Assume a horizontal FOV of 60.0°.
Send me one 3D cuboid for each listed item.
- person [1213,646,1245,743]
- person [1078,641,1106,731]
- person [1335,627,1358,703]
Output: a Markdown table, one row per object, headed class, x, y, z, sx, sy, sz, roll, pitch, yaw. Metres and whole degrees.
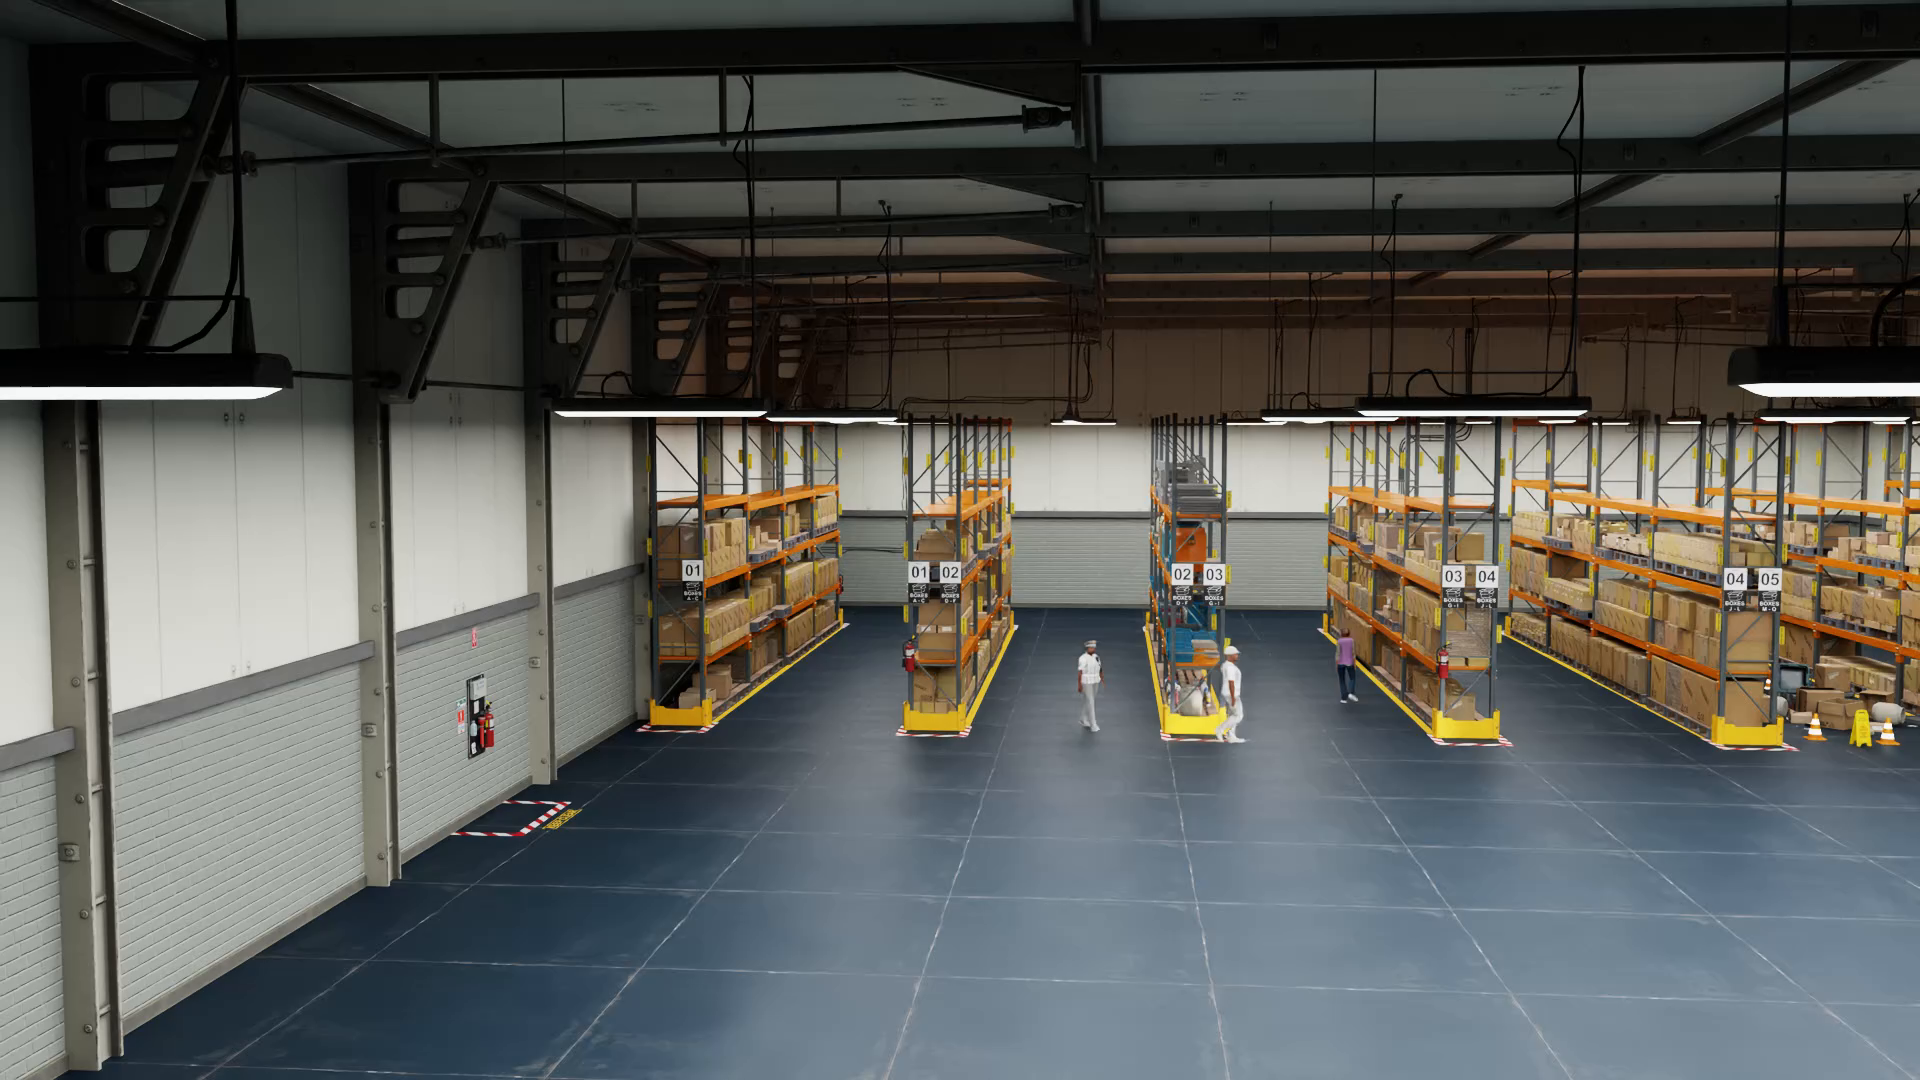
| class | x | y | z | sx | sy | sz | roll | pitch | yaw |
| --- | --- | --- | --- | --- | --- | --- | --- | --- | --- |
| person | 4.868 | 2.805 | 30.085 | 0.607 | 1.758 | 0.588 | 0 | 4 | -2 |
| person | 2.523 | 2.746 | 31.651 | 0.515 | 1.663 | 0.778 | -3 | 5 | -39 |
| person | 8.029 | 2.605 | 34.561 | 0.462 | 1.596 | 0.480 | 0 | 4 | 3 |
